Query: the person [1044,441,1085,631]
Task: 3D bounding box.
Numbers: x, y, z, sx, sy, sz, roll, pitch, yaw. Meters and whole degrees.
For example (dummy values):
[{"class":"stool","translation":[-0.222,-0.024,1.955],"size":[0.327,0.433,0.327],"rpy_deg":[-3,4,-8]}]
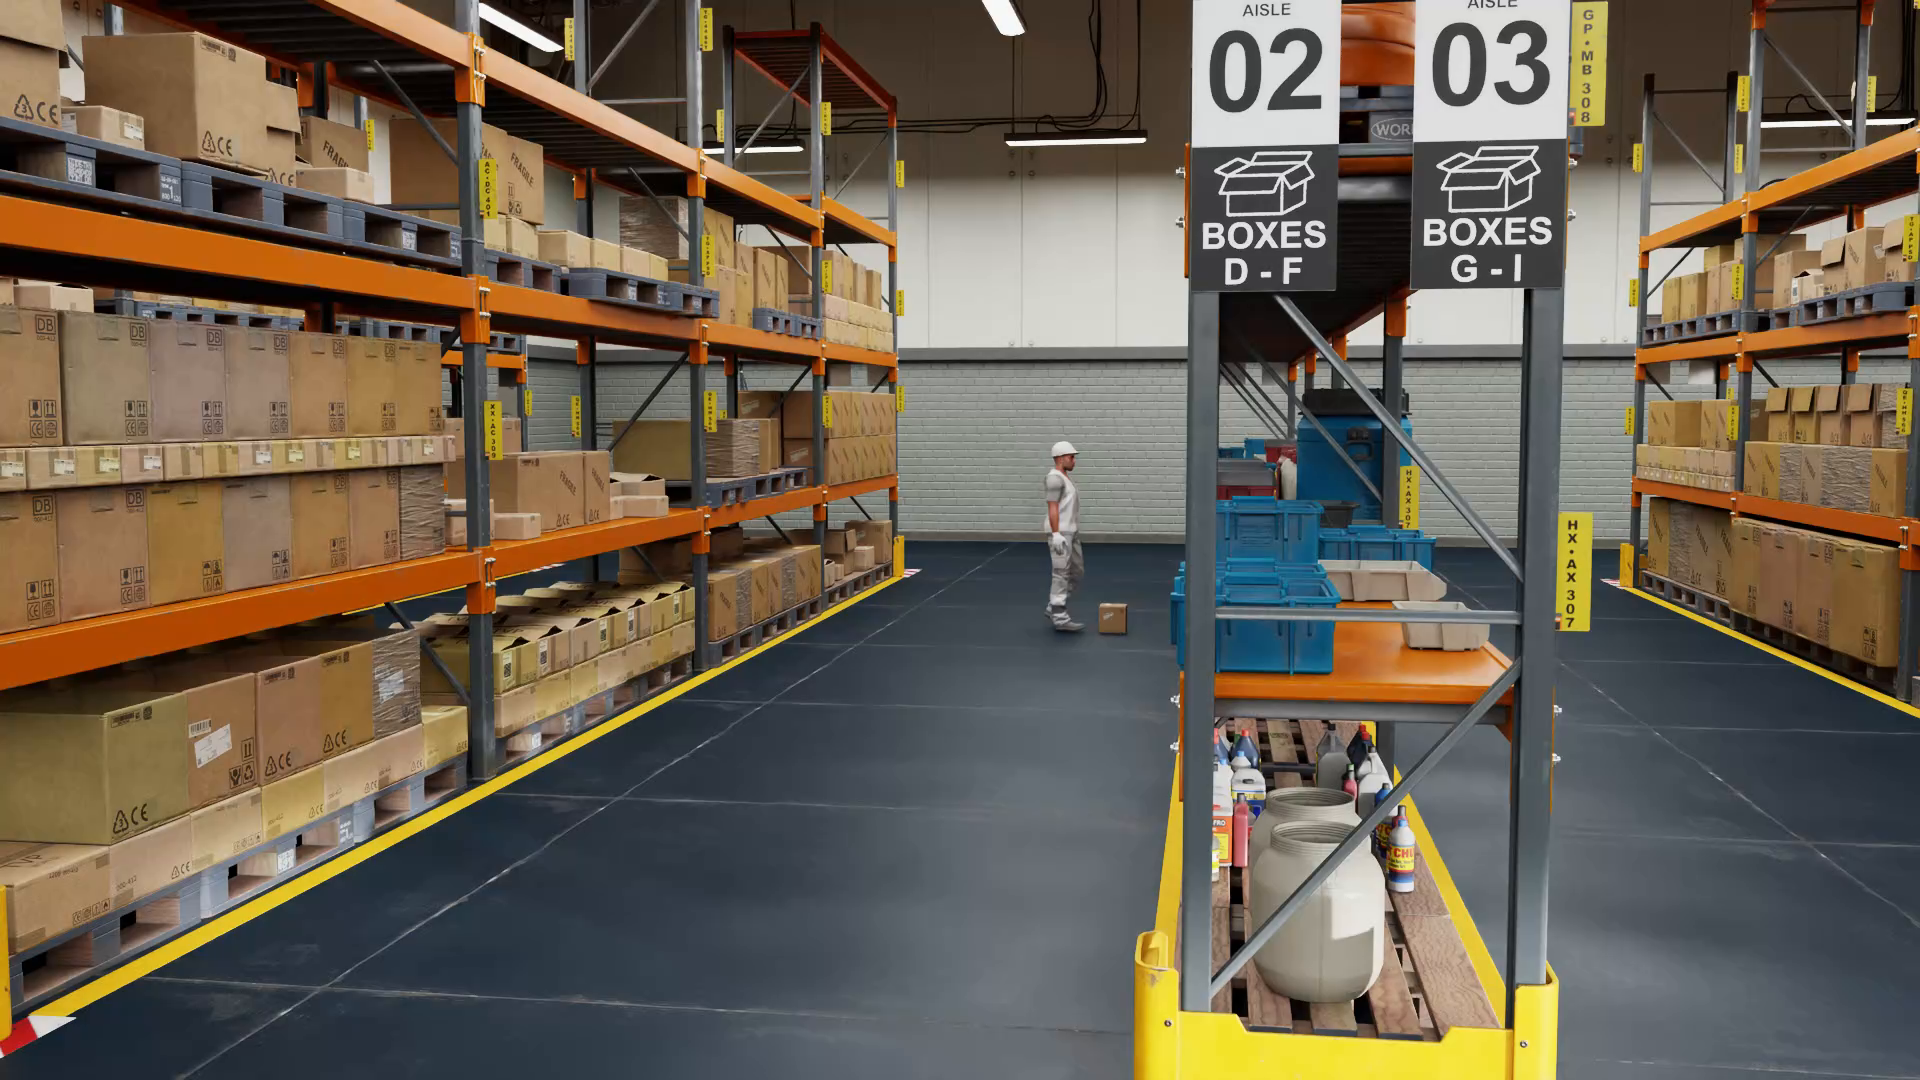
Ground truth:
[{"class":"person","translation":[0.981,-0.036,15.775],"size":[0.471,1.794,0.570],"rpy_deg":[1,5,17]}]
